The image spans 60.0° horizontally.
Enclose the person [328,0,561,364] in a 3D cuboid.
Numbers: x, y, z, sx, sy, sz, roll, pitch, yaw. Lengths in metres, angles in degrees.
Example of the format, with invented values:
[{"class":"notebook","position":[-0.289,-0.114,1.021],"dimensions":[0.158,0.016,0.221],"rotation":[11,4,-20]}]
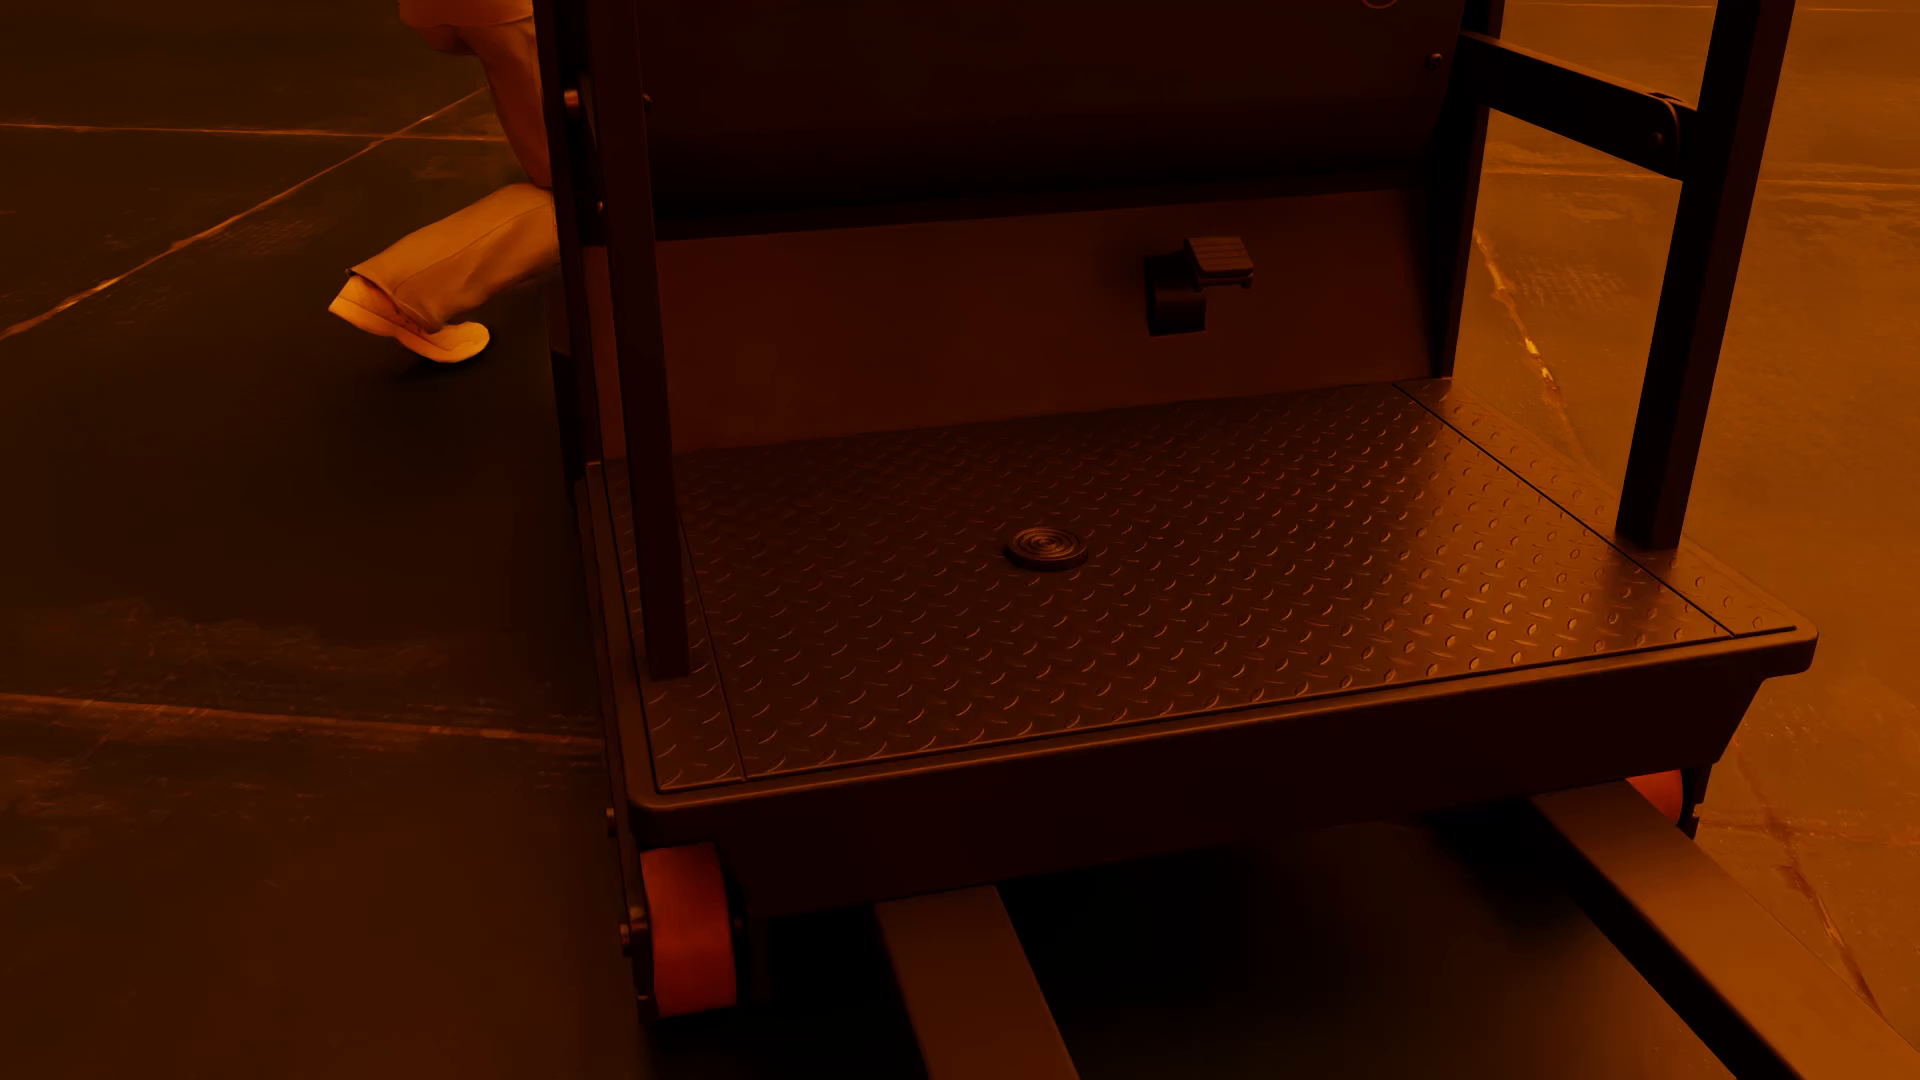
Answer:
[{"class":"person","position":[-1.138,-1.120,3.205],"dimensions":[0.962,1.399,0.880],"rotation":[10,28,19]}]

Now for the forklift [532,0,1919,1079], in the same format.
[{"class":"forklift","position":[0.153,-1.049,1.319],"dimensions":[1.130,2.935,3.031],"rotation":[-7,27,-13]}]
